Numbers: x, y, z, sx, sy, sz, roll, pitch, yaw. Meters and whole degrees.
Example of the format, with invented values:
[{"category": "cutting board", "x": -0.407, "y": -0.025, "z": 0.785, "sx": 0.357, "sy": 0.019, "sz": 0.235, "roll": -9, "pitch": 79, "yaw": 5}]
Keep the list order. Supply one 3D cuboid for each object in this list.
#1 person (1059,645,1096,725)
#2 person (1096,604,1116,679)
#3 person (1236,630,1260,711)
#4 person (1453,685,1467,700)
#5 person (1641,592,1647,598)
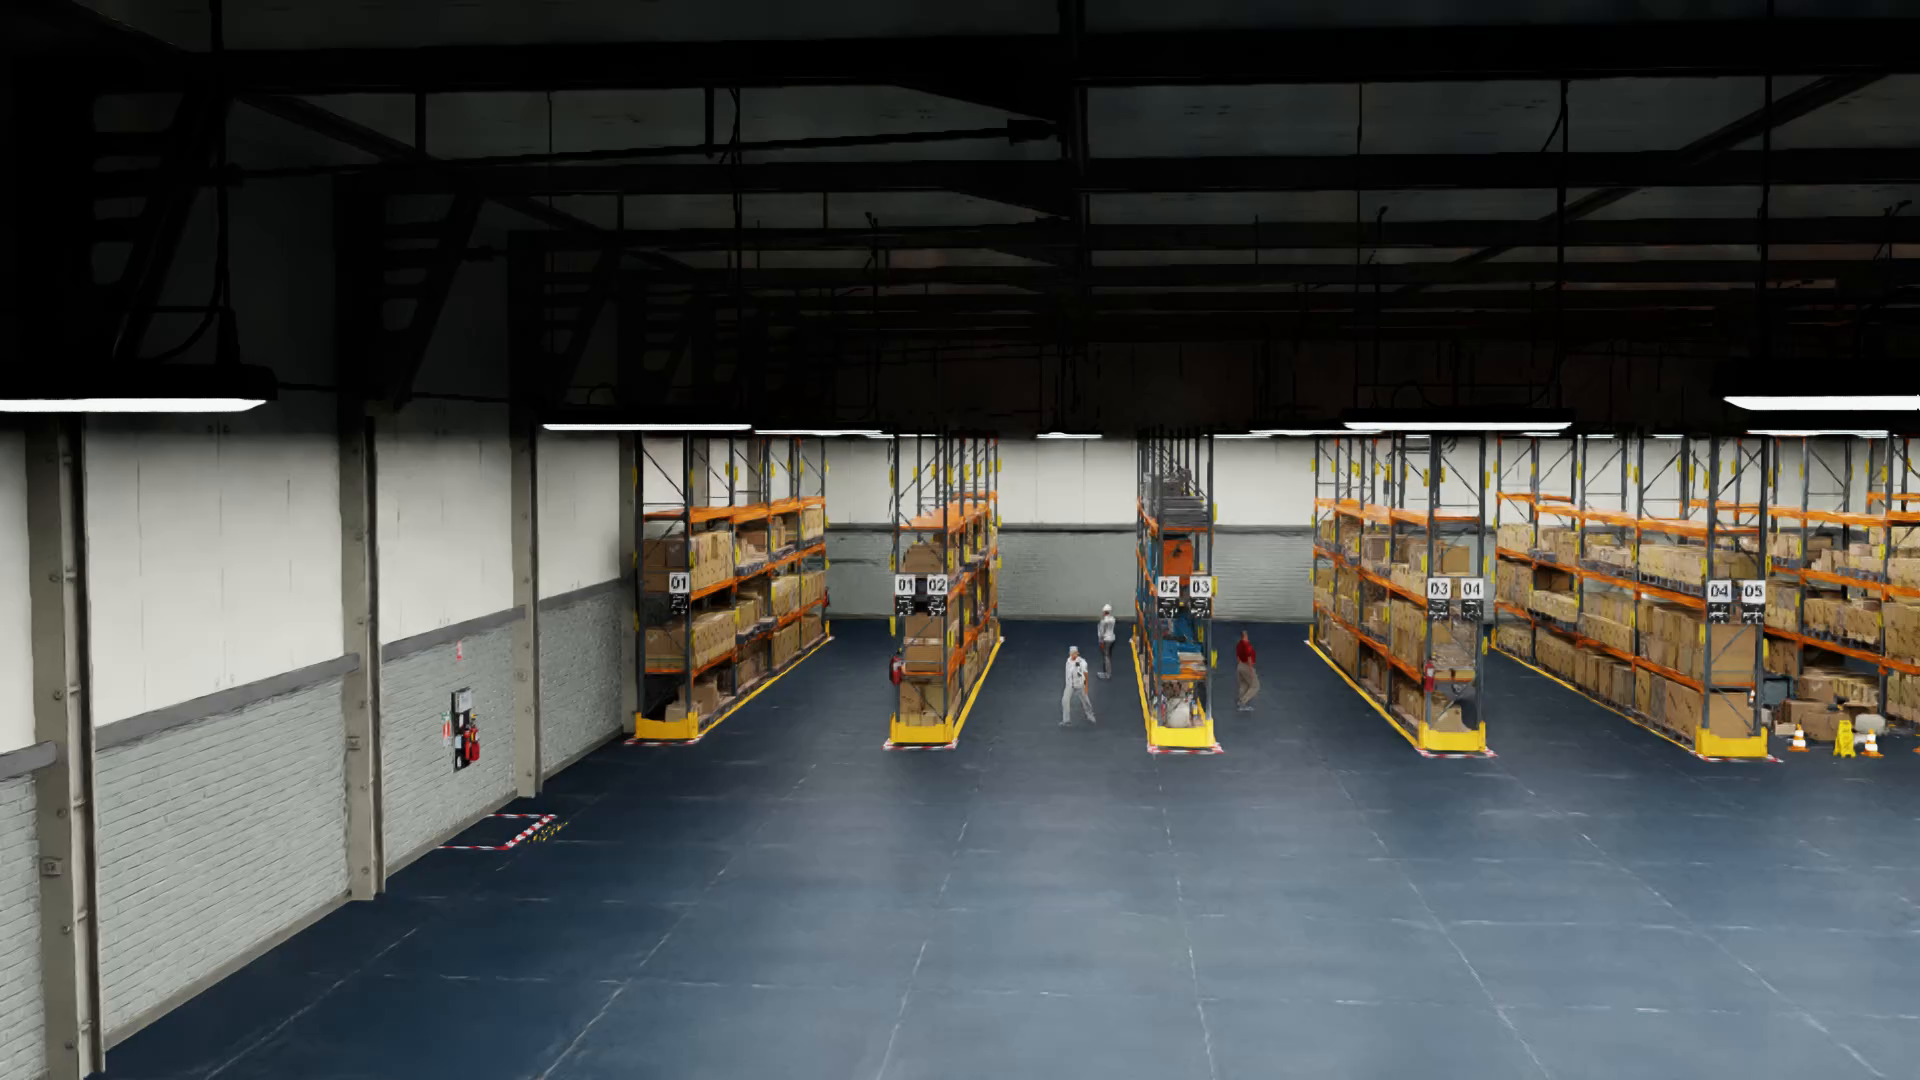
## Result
[{"category": "person", "x": 2.380, "y": 2.905, "z": 33.515, "sx": 0.534, "sy": 1.598, "sz": 0.940, "roll": 2, "pitch": 4, "yaw": 26}, {"category": "person", "x": 3.468, "y": 2.428, "z": 39.858, "sx": 0.499, "sy": 1.774, "sz": 0.578, "roll": 2, "pitch": 4, "yaw": 34}, {"category": "person", "x": 6.010, "y": 2.753, "z": 35.058, "sx": 0.459, "sy": 1.725, "sz": 0.574, "roll": -1, "pitch": 4, "yaw": -21}, {"category": "person", "x": 11.019, "y": 2.629, "z": 36.592, "sx": 0.443, "sy": 1.786, "sz": 0.598, "roll": -1, "pitch": 4, "yaw": -23}, {"category": "person", "x": 19.271, "y": 2.080, "z": 46.958, "sx": 0.529, "sy": 1.666, "sz": 0.571, "roll": -2, "pitch": 4, "yaw": -24}]
